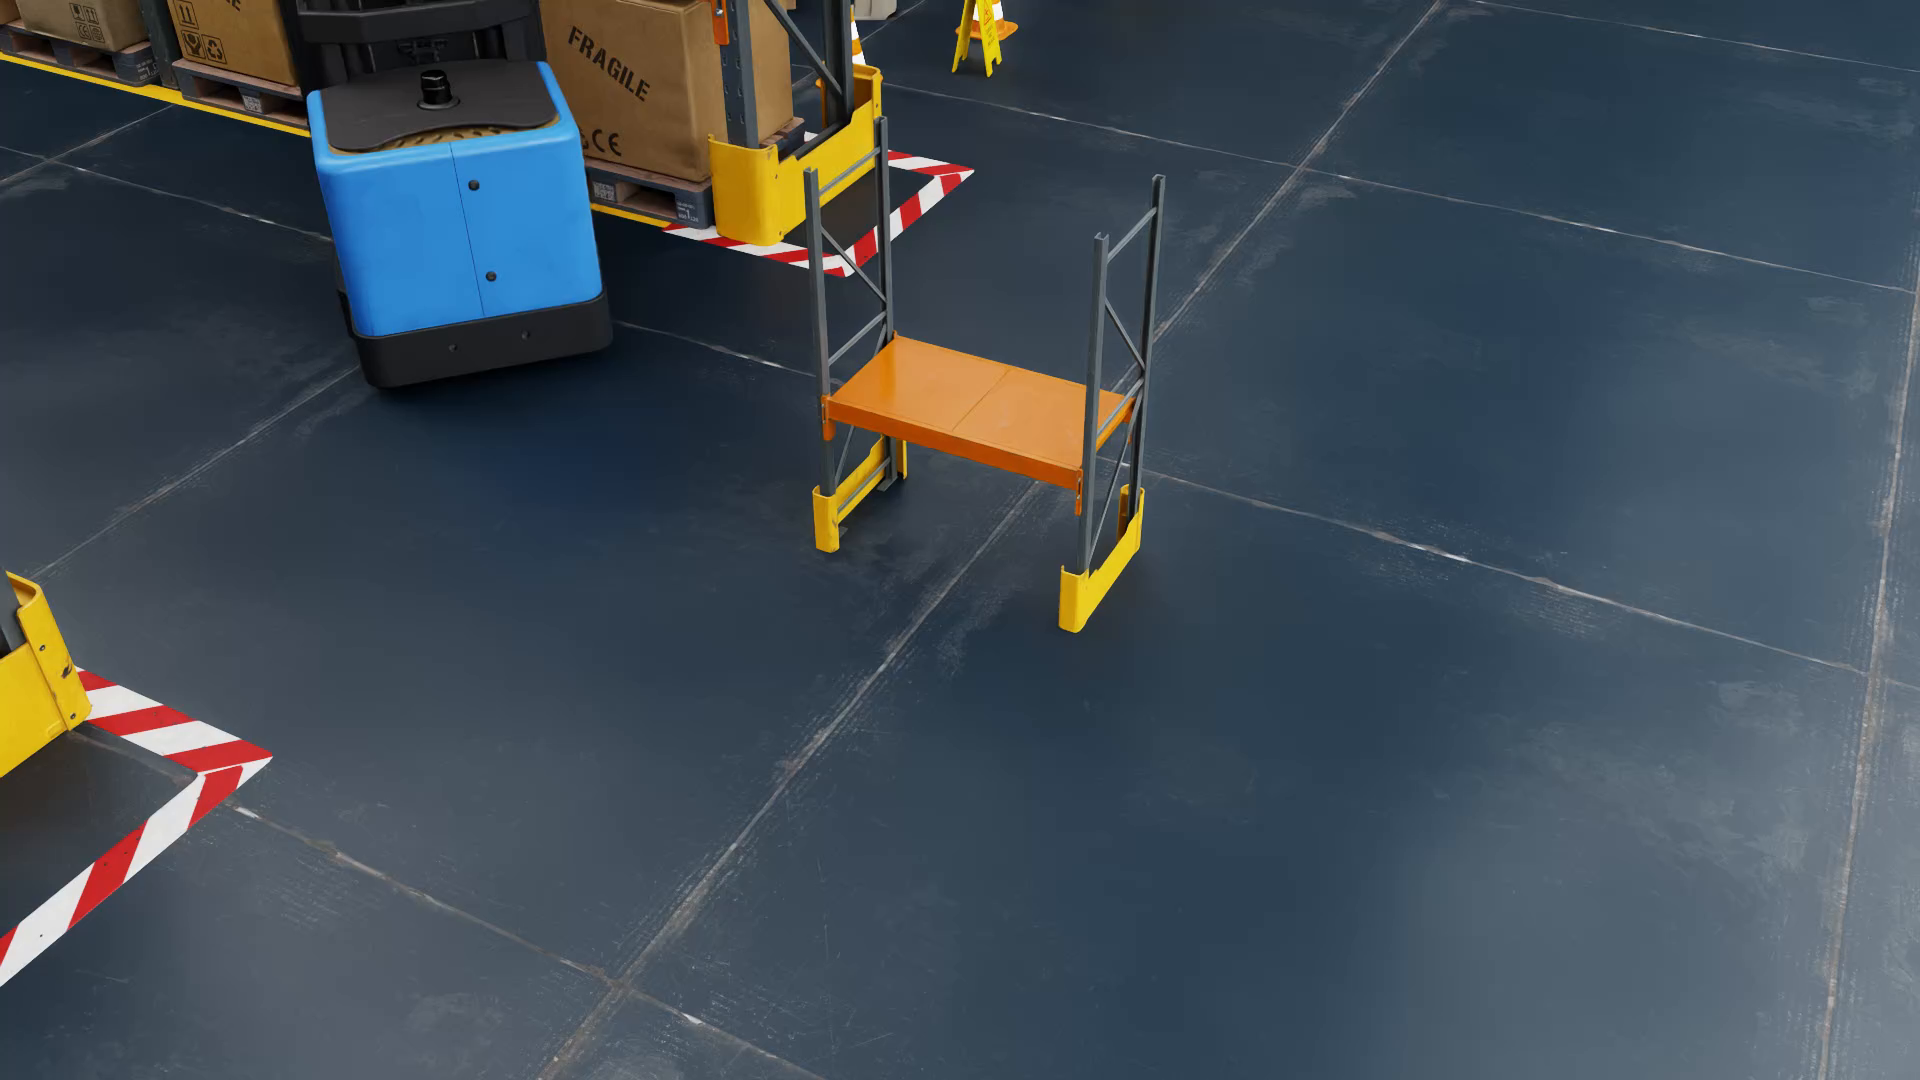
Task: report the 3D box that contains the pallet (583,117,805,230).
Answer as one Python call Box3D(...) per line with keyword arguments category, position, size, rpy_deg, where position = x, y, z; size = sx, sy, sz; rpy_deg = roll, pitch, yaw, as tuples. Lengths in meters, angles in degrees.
Box3D(category="pallet", position=(-1.580, -2.056, 8.784), size=(1.213, 0.211, 1.003), rpy_deg=(17, 41, 21))

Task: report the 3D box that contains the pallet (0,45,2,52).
Box3D(category="pallet", position=(-6.194, -3.500, 10.687), size=(1.213, 0.211, 1.003), rpy_deg=(17, 41, 21))

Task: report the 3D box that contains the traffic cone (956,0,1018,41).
Box3D(category="traffic cone", position=(0.169, -3.398, 10.344), size=(0.334, 0.463, 0.336), rpy_deg=(17, 41, 21))

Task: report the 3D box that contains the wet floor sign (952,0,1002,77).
Box3D(category="wet floor sign", position=(0.102, -3.103, 9.805), size=(0.232, 0.644, 0.267), rpy_deg=(11, 38, 14))

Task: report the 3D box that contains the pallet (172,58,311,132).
Box3D(category="pallet", position=(-3.747, -2.734, 9.677), size=(1.213, 0.211, 1.003), rpy_deg=(17, 41, 21))

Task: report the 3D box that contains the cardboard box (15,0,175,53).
Box3D(category="cardboard box", position=(-4.979, -3.494, 9.885), size=(0.750, 0.750, 1.050), rpy_deg=(17, 40, 21))

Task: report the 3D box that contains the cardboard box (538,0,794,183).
Box3D(category="cardboard box", position=(-1.467, -2.460, 8.420), size=(0.875, 0.875, 0.875), rpy_deg=(18, 41, 22))

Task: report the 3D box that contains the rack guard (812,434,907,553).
Box3D(category="rack guard", position=(-0.375, -0.217, 6.329), size=(0.087, 0.250, 0.587), rpy_deg=(17, 41, 21))

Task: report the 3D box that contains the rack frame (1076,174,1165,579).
Box3D(category="rack frame", position=(0.527, -0.432, 5.579), size=(0.032, 1.500, 0.500), rpy_deg=(17, 41, 21))

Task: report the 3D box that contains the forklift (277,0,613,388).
Box3D(category="forklift", position=(-2.506, -2.698, 7.380), size=(1.130, 2.935, 3.031), rpy_deg=(-13, 39, -16))

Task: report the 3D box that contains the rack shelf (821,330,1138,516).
Box3D(category="rack shelf", position=(0.076, -0.430, 5.874), size=(1.000, 0.185, 0.538), rpy_deg=(17, 41, 21))

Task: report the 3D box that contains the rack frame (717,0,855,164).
Box3D(category="rack frame", position=(-0.834, -2.986, 7.703), size=(0.127, 3.000, 1.000), rpy_deg=(17, 41, 21))

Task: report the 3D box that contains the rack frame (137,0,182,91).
Box3D(category="rack frame", position=(-4.386, -4.098, 9.168), size=(0.127, 3.000, 1.000), rpy_deg=(17, 41, 21))

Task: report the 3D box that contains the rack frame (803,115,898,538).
Box3D(category="rack frame", position=(-0.376, -0.715, 5.952), size=(0.032, 1.500, 0.500), rpy_deg=(17, 41, 21))

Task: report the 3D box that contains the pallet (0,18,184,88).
Box3D(category="pallet", position=(-5.106, -3.162, 10.241), size=(1.213, 0.211, 1.003), rpy_deg=(17, 41, 21))

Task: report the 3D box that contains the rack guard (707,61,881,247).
Box3D(category="rack guard", position=(-0.813, -1.984, 8.450), size=(0.348, 0.500, 1.175), rpy_deg=(17, 41, 21))

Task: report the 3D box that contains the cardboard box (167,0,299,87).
Box3D(category="cardboard box", position=(-3.860, -3.207, 9.404), size=(0.875, 0.875, 0.875), rpy_deg=(18, 41, 22))

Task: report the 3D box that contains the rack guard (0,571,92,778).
Box3D(category="rack guard", position=(-3.273, 0.623, 5.015), size=(0.348, 0.500, 1.175), rpy_deg=(17, 41, 21))

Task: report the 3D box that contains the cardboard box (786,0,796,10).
Box3D(category="cardboard box", position=(-1.372, -3.807, 10.849), size=(0.637, 0.503, 0.797), rpy_deg=(-8, 38, -10))

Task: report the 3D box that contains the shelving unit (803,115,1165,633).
Box3D(category="shelving unit", position=(0.068, -0.576, 5.769), size=(1.083, 1.500, 0.587), rpy_deg=(17, 41, 21))

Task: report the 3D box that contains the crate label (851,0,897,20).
Box3D(category="crate label", position=(-0.558, -3.453, 10.686), size=(0.298, 0.136, 0.250), rpy_deg=(-2, 37, -2))

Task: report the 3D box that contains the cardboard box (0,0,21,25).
Box3D(category="cardboard box", position=(-5.834, -3.764, 10.241), size=(0.750, 0.750, 1.050), rpy_deg=(17, 41, 21))

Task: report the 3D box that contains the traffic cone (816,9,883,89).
Box3D(category="traffic cone", position=(-0.653, -2.886, 9.669), size=(0.334, 0.463, 0.336), rpy_deg=(17, 41, 21))

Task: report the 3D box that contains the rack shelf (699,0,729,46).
Box3D(category="rack shelf", position=(-2.610, -3.256, 8.653), size=(4.000, 0.370, 1.077), rpy_deg=(17, 41, 21))

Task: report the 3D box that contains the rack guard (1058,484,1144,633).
Box3D(category="rack guard", position=(0.510, 0.060, 5.964), size=(0.087, 0.250, 0.587), rpy_deg=(17, 41, 21))

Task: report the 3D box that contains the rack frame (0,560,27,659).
Box3D(category="rack frame", position=(-3.205, -0.351, 4.232), size=(0.127, 3.000, 1.000), rpy_deg=(17, 41, 21))
